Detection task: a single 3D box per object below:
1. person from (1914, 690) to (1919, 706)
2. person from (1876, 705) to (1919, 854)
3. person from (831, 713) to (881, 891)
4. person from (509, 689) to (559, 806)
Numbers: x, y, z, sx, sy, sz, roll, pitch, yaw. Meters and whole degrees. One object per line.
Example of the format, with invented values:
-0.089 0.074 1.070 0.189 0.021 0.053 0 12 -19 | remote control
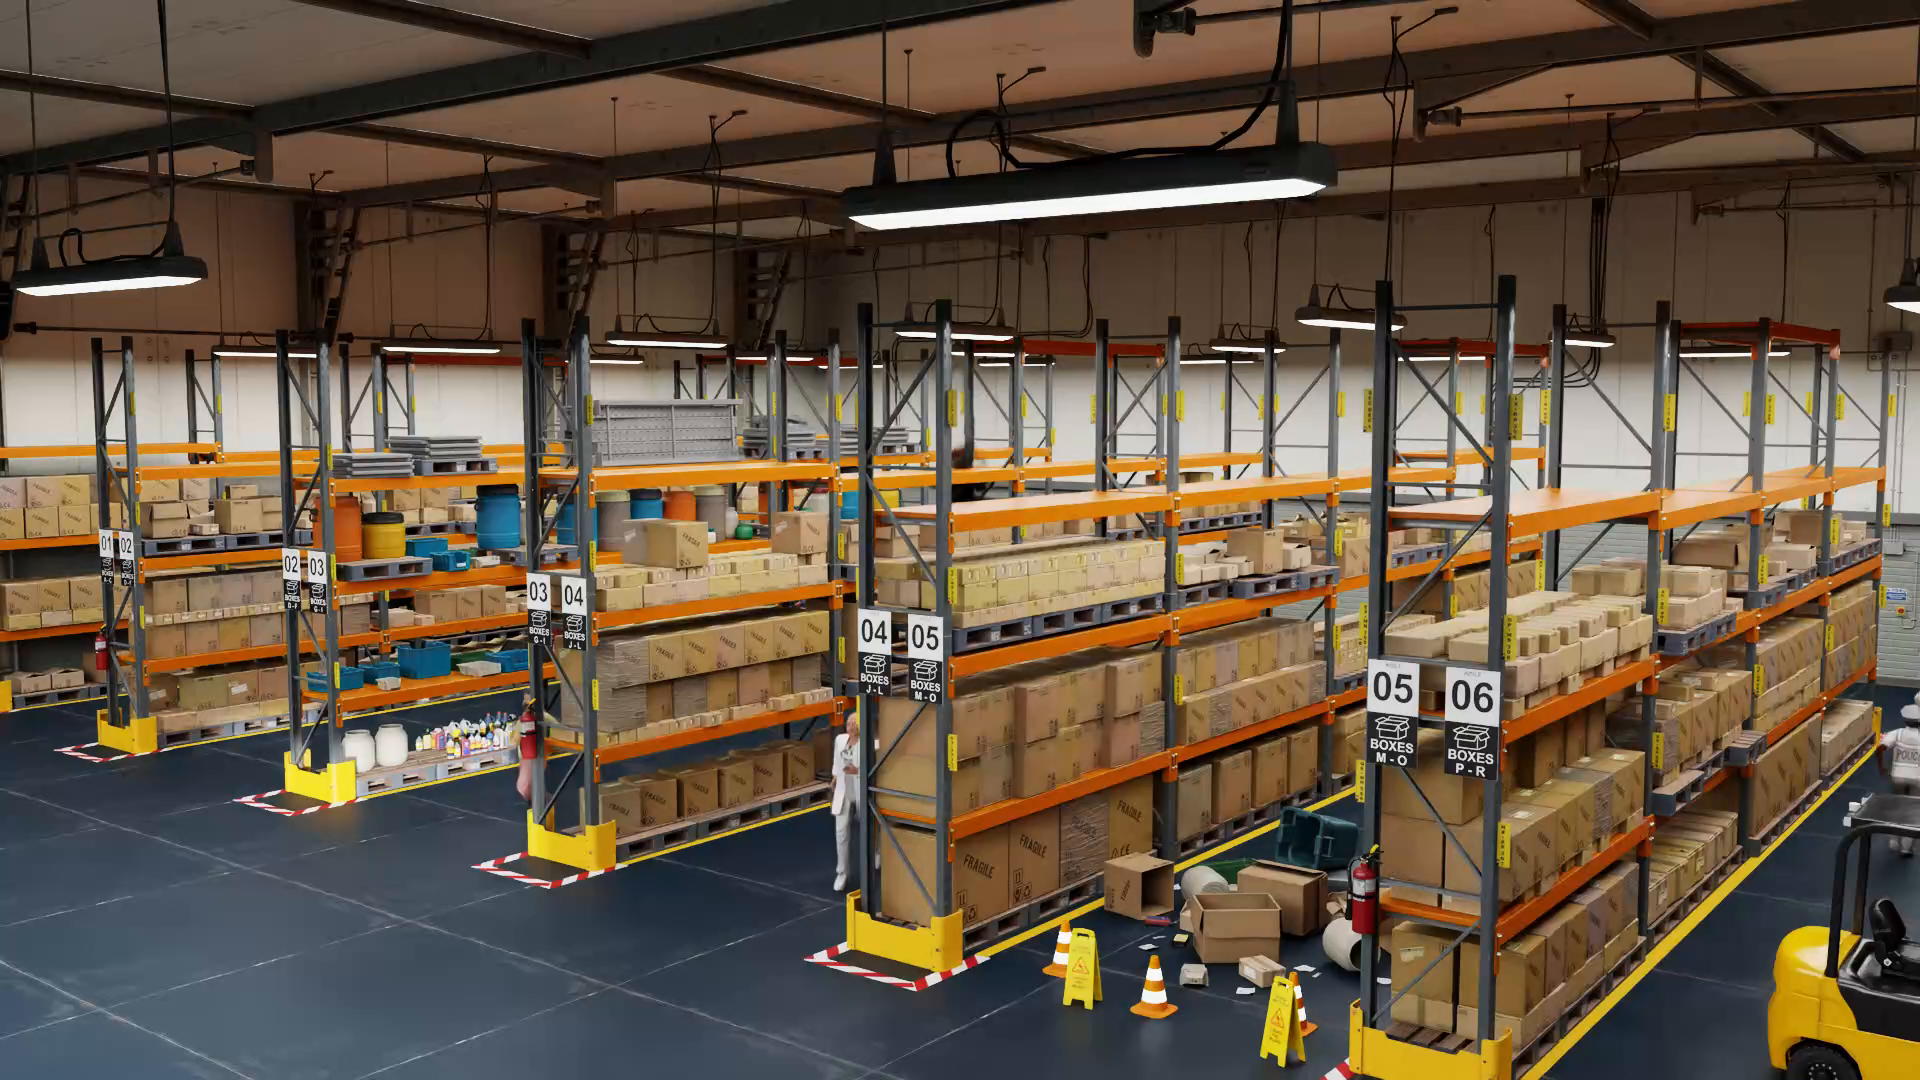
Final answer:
13.129 2.389 22.318 0.595 1.660 0.584 3 6 28 | person
10.709 2.699 18.802 0.596 1.690 0.644 4 6 37 | person
-1.095 2.757 17.646 0.674 1.696 1.046 2 5 18 | person
-5.126 2.604 19.875 0.556 1.635 0.616 3 6 32 | person
